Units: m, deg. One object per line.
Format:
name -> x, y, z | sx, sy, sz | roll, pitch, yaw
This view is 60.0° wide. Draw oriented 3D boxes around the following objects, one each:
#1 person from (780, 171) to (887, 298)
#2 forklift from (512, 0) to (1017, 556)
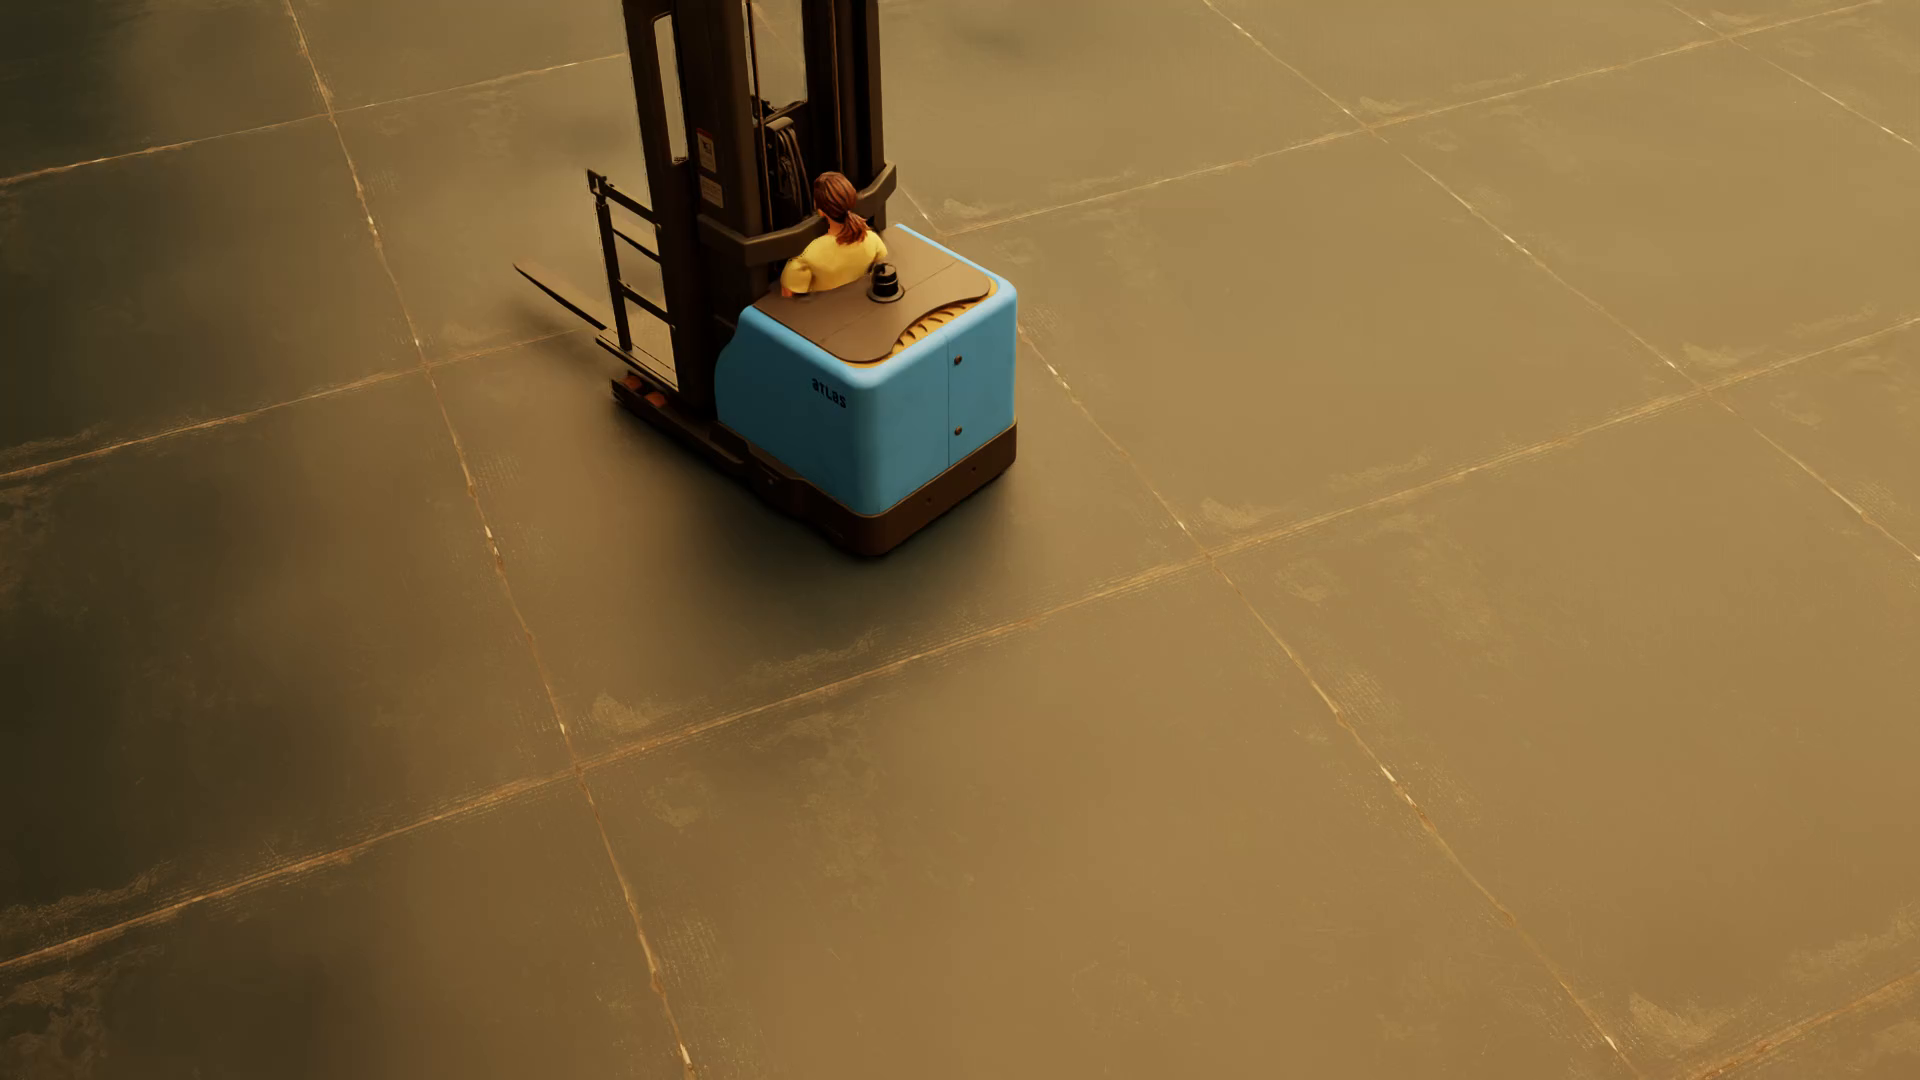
person -> -0.626, -1.146, 7.821 | 0.729, 1.472, 0.700 | -22, 47, -22
forklift -> -1.138, -1.888, 7.703 | 3.031, 2.935, 1.130 | 33, 52, 30
